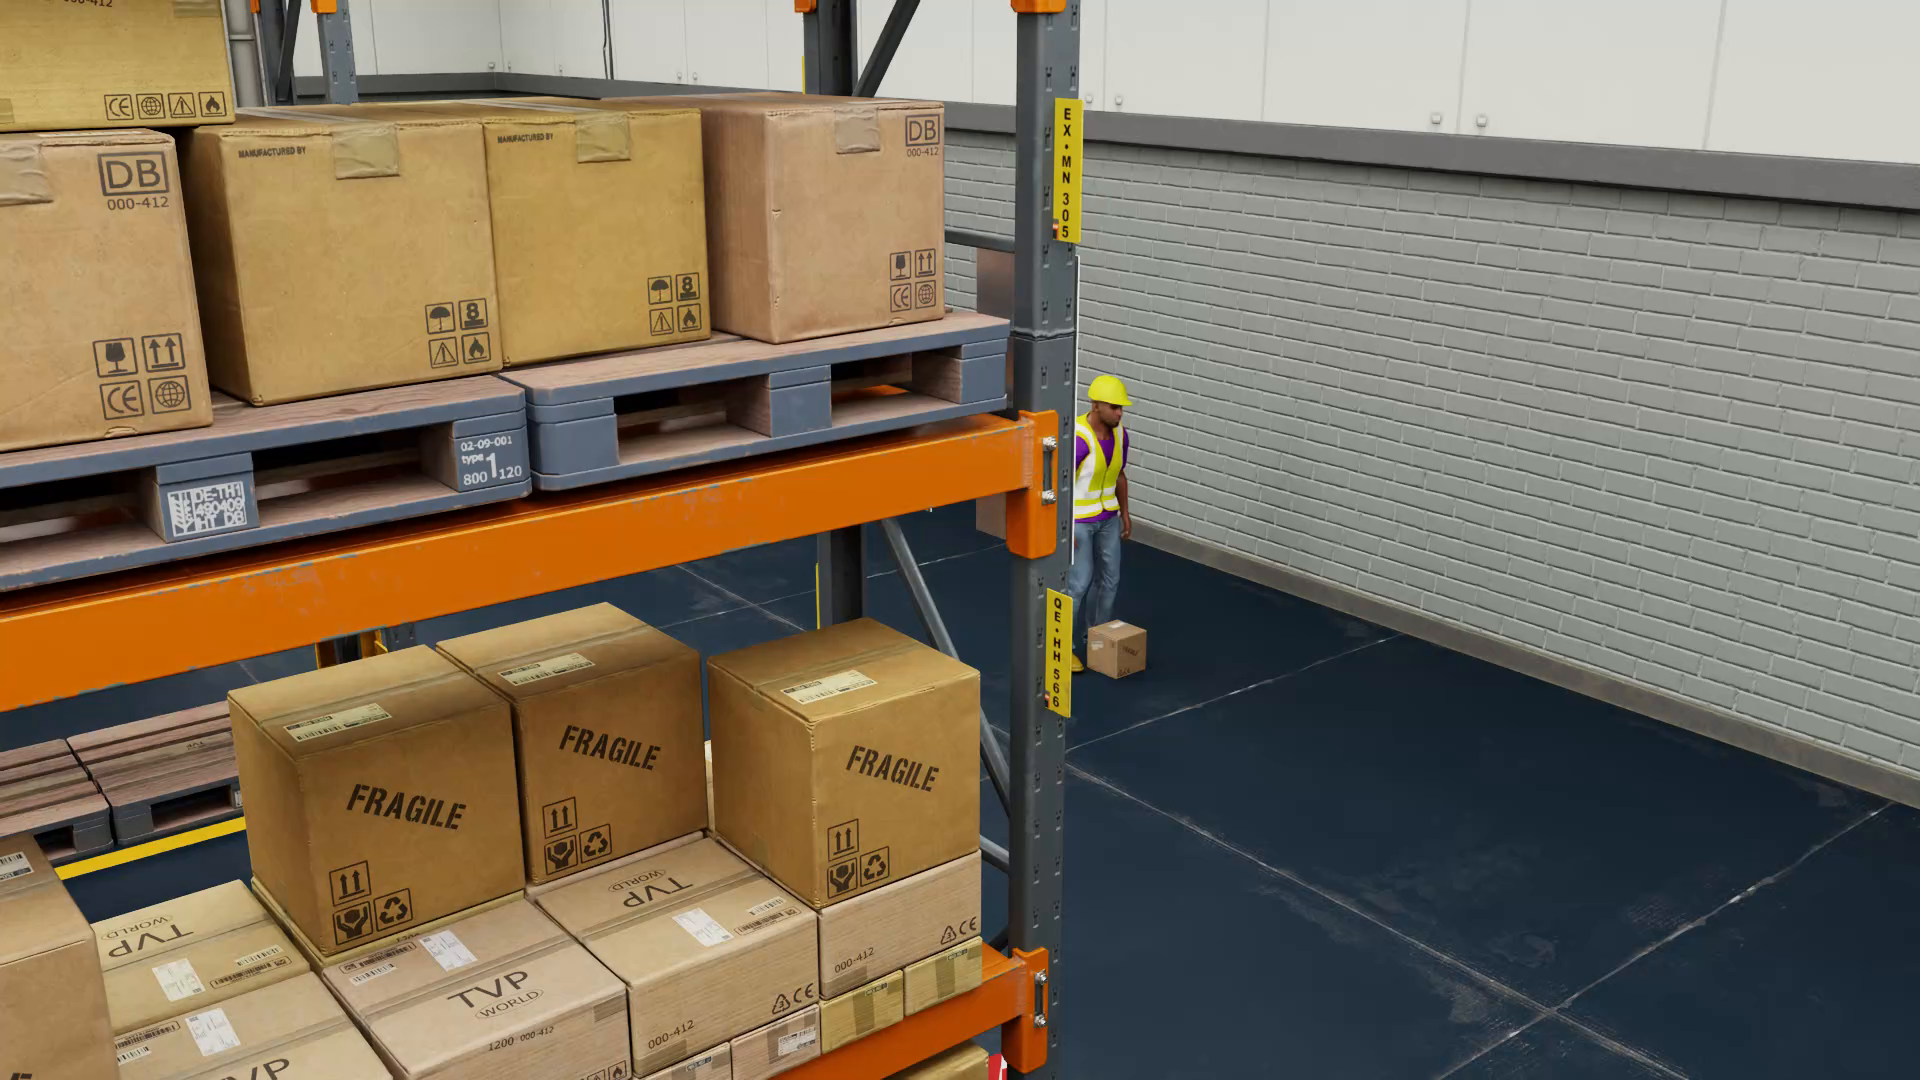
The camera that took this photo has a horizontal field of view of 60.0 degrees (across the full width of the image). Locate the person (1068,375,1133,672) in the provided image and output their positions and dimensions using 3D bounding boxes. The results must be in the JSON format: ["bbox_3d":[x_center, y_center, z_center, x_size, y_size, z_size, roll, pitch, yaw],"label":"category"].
[{"bbox_3d":[0.794,-0.120,9.901,0.632,1.759,0.462,-15,23,-40],"label":"person"}]
